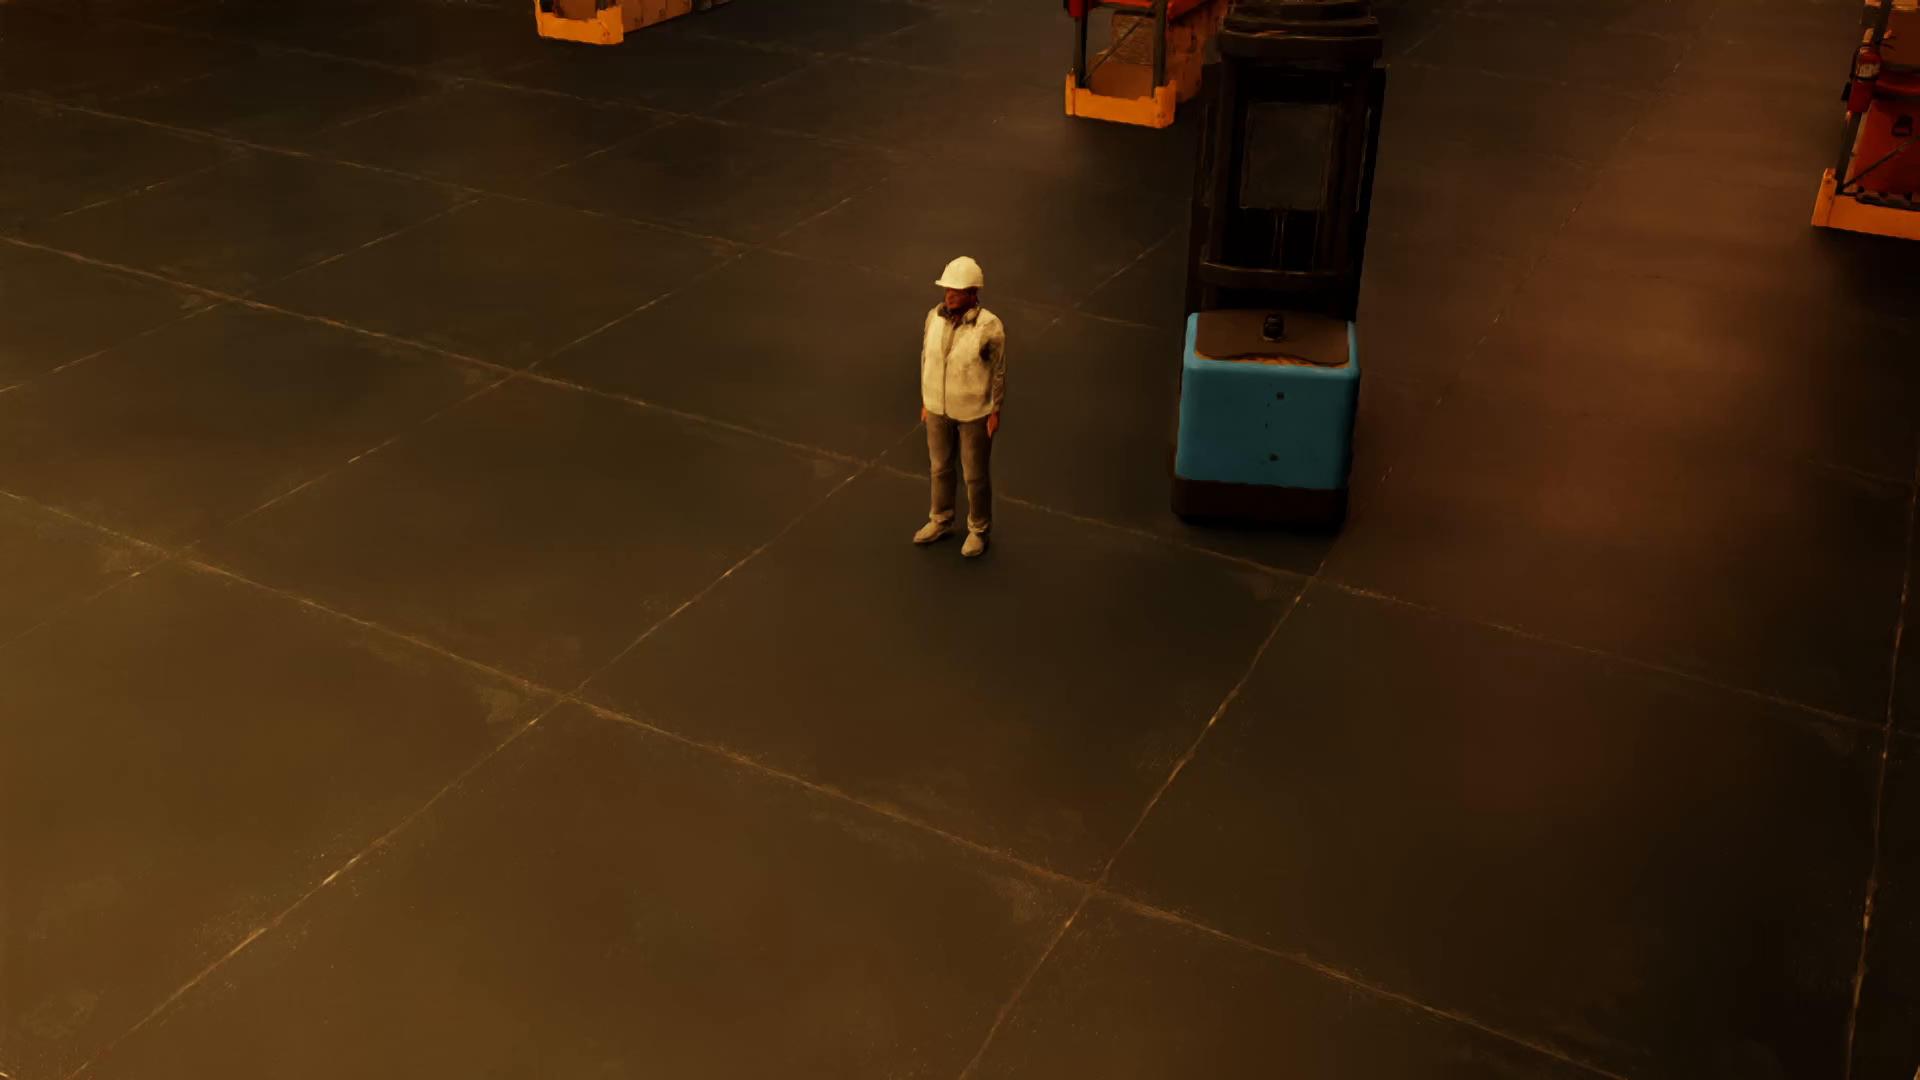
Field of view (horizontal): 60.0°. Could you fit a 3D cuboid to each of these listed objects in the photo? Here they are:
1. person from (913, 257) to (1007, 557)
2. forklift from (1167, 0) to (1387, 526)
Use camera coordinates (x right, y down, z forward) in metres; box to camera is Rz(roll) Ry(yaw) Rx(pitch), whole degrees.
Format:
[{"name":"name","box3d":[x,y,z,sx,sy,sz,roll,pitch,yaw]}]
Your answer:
[{"name":"person","box3d":[-0.001,-0.764,9.553,0.529,1.776,0.356,15,33,25]},{"name":"forklift","box3d":[2.032,-2.073,10.663,1.130,2.935,3.031,4,30,8]}]
